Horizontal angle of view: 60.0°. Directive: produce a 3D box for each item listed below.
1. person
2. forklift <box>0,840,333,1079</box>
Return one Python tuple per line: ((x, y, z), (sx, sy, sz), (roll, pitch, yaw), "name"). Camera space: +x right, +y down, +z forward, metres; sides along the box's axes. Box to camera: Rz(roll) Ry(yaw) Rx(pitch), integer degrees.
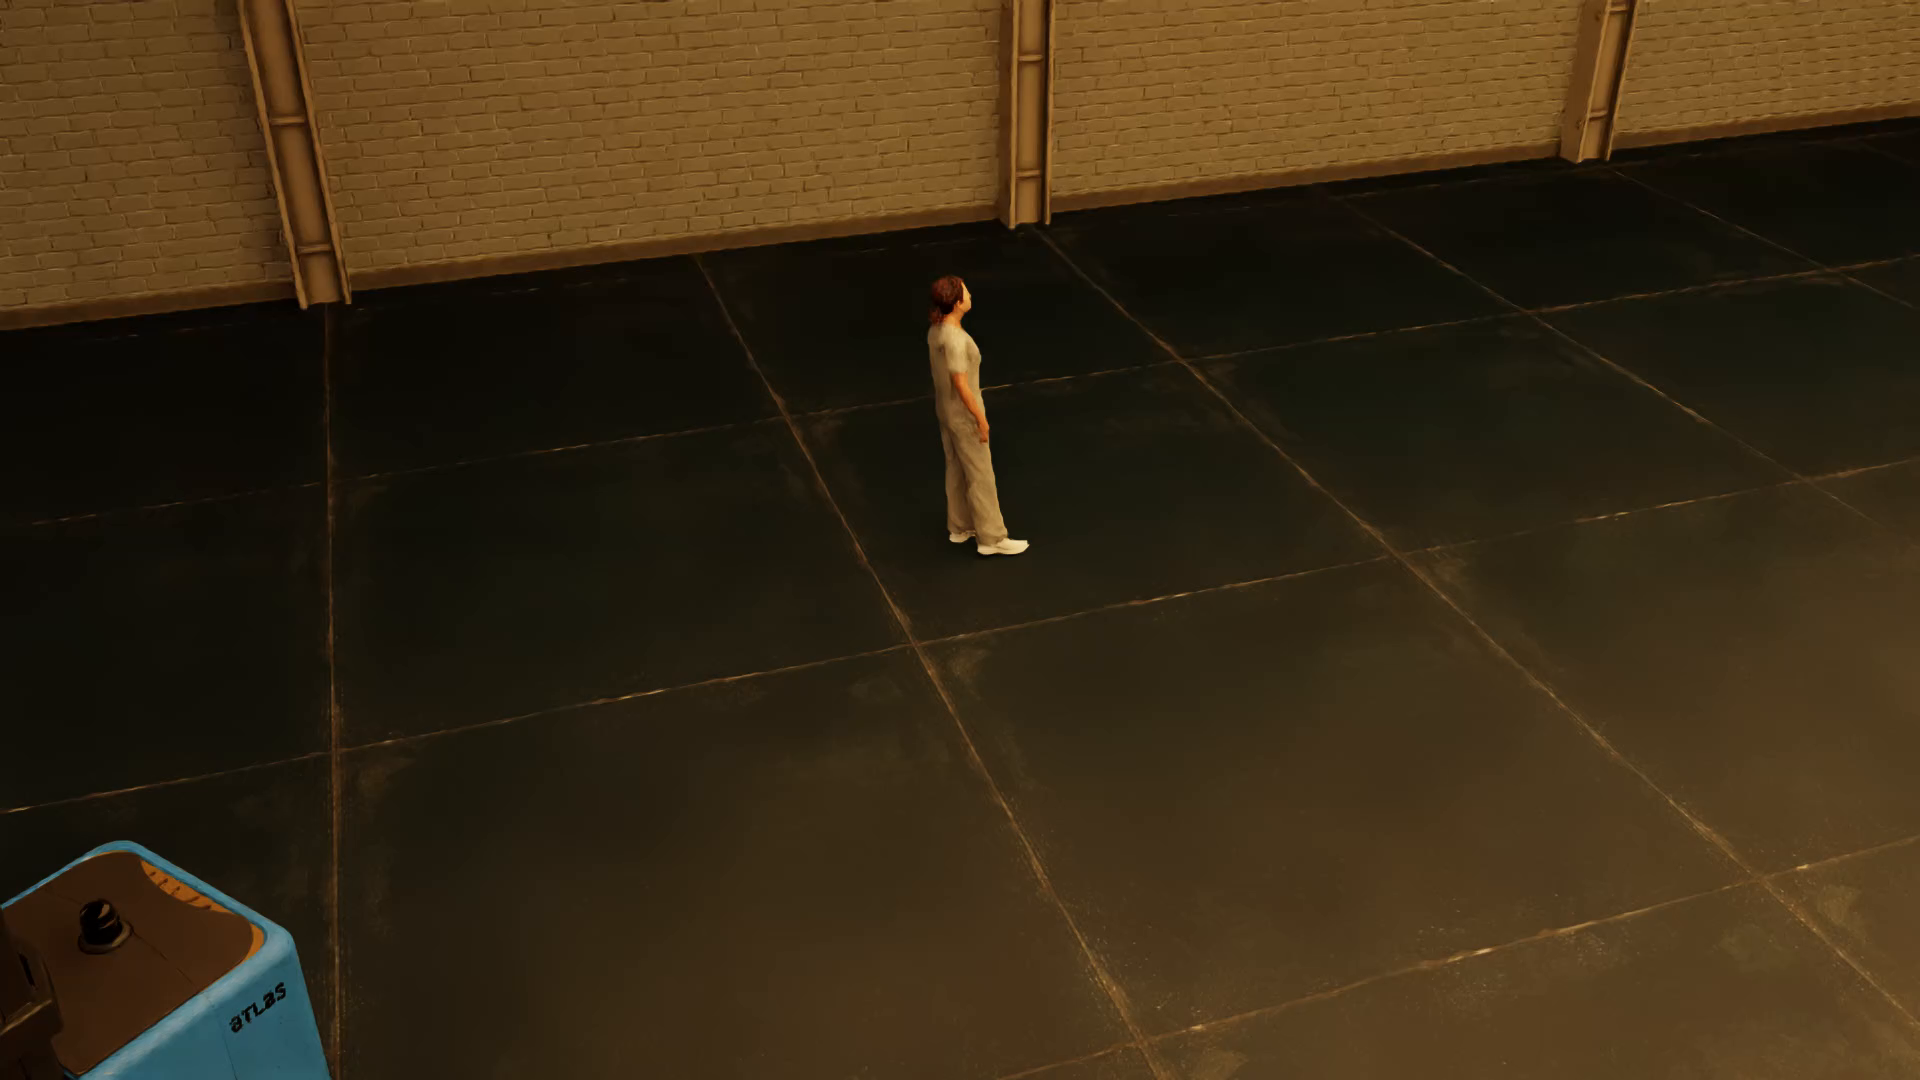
((0.074, -0.738, 9.614), (0.548, 1.674, 0.550), (-10, 31, -16), "person")
((-3.441, 1.472, 4.528), (1.130, 2.935, 3.031), (18, 34, 28), "forklift")
